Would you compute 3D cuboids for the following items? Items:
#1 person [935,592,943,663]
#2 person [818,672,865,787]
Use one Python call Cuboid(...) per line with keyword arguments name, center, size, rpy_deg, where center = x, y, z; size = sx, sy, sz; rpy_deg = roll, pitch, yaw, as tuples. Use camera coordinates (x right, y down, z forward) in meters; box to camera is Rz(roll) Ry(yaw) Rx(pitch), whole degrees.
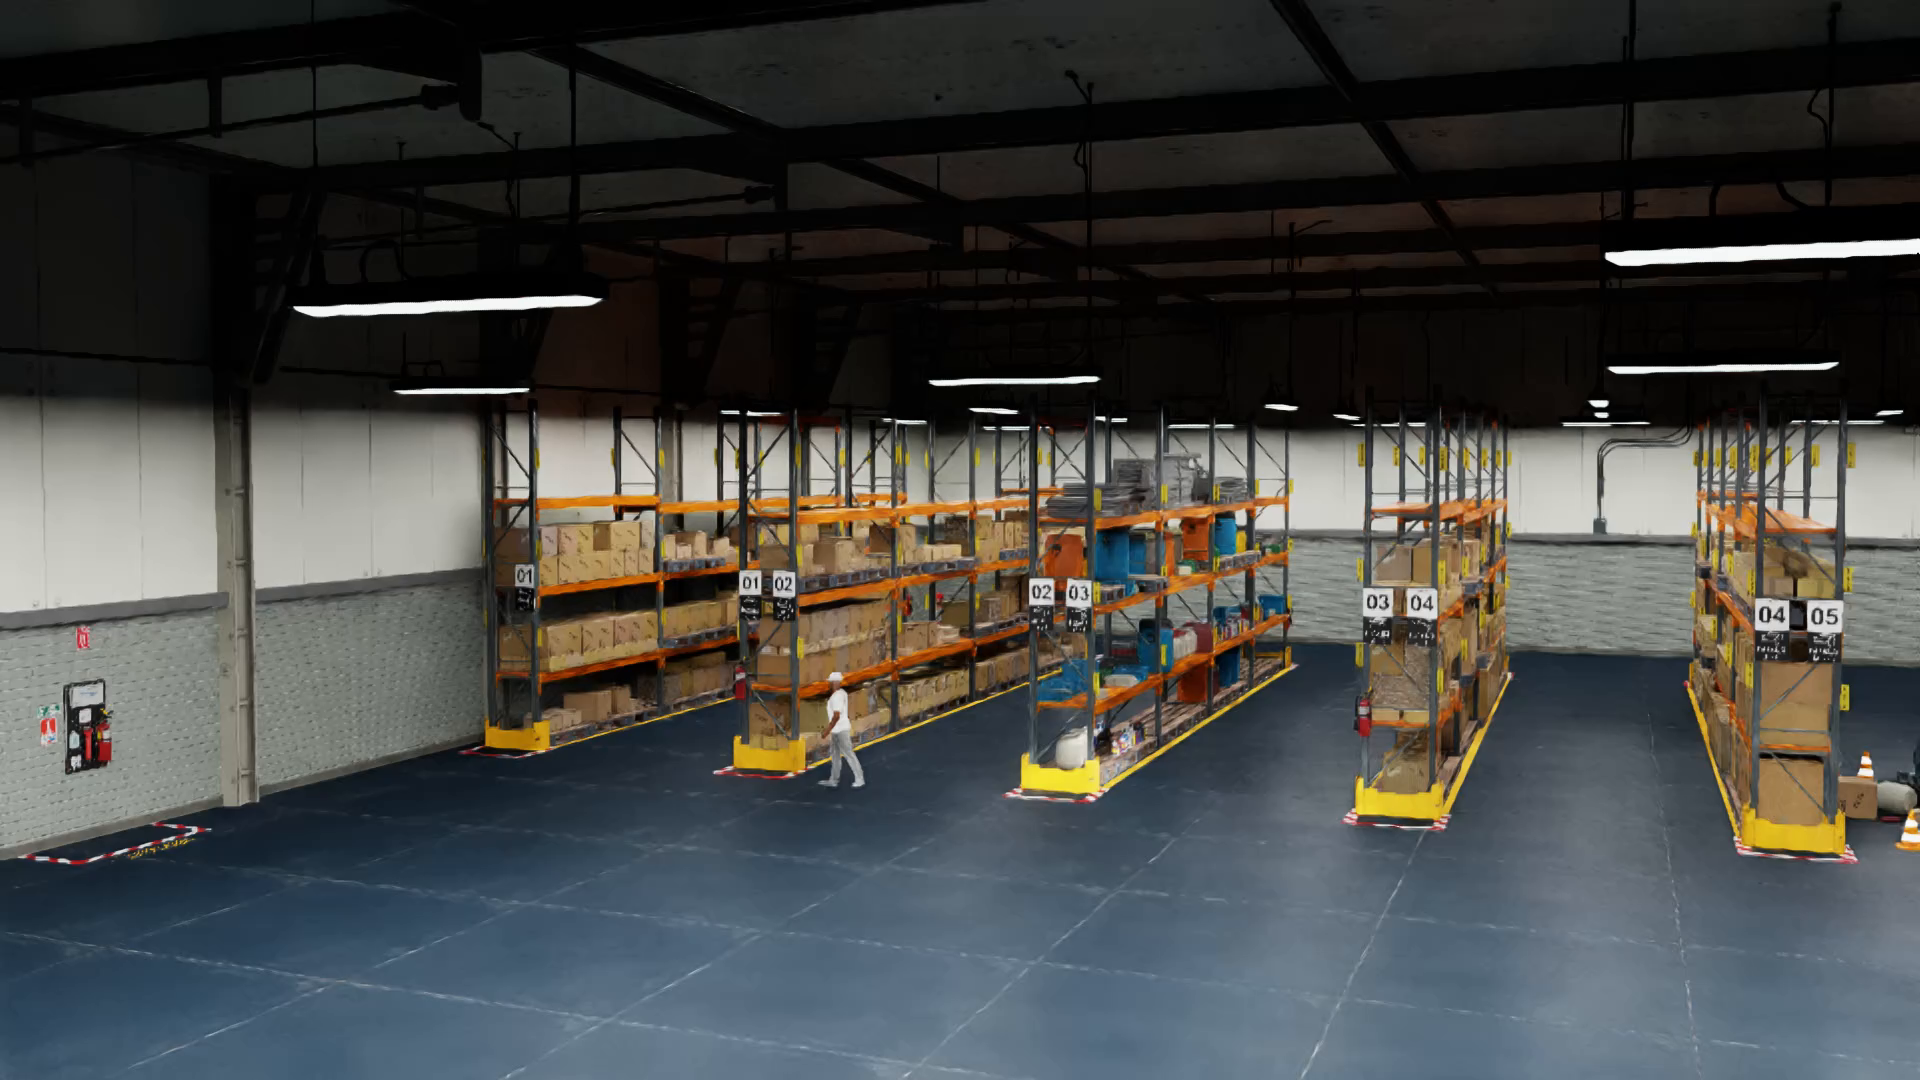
Cuboid(name="person", center=(-0.496, 2.127, 40.682), size=(0.553, 1.709, 1.123), rpy_deg=(1, 3, 23))
Cuboid(name="person", center=(-1.808, 2.883, 25.283), size=(0.707, 1.763, 0.583), rpy_deg=(0, 3, -6))
